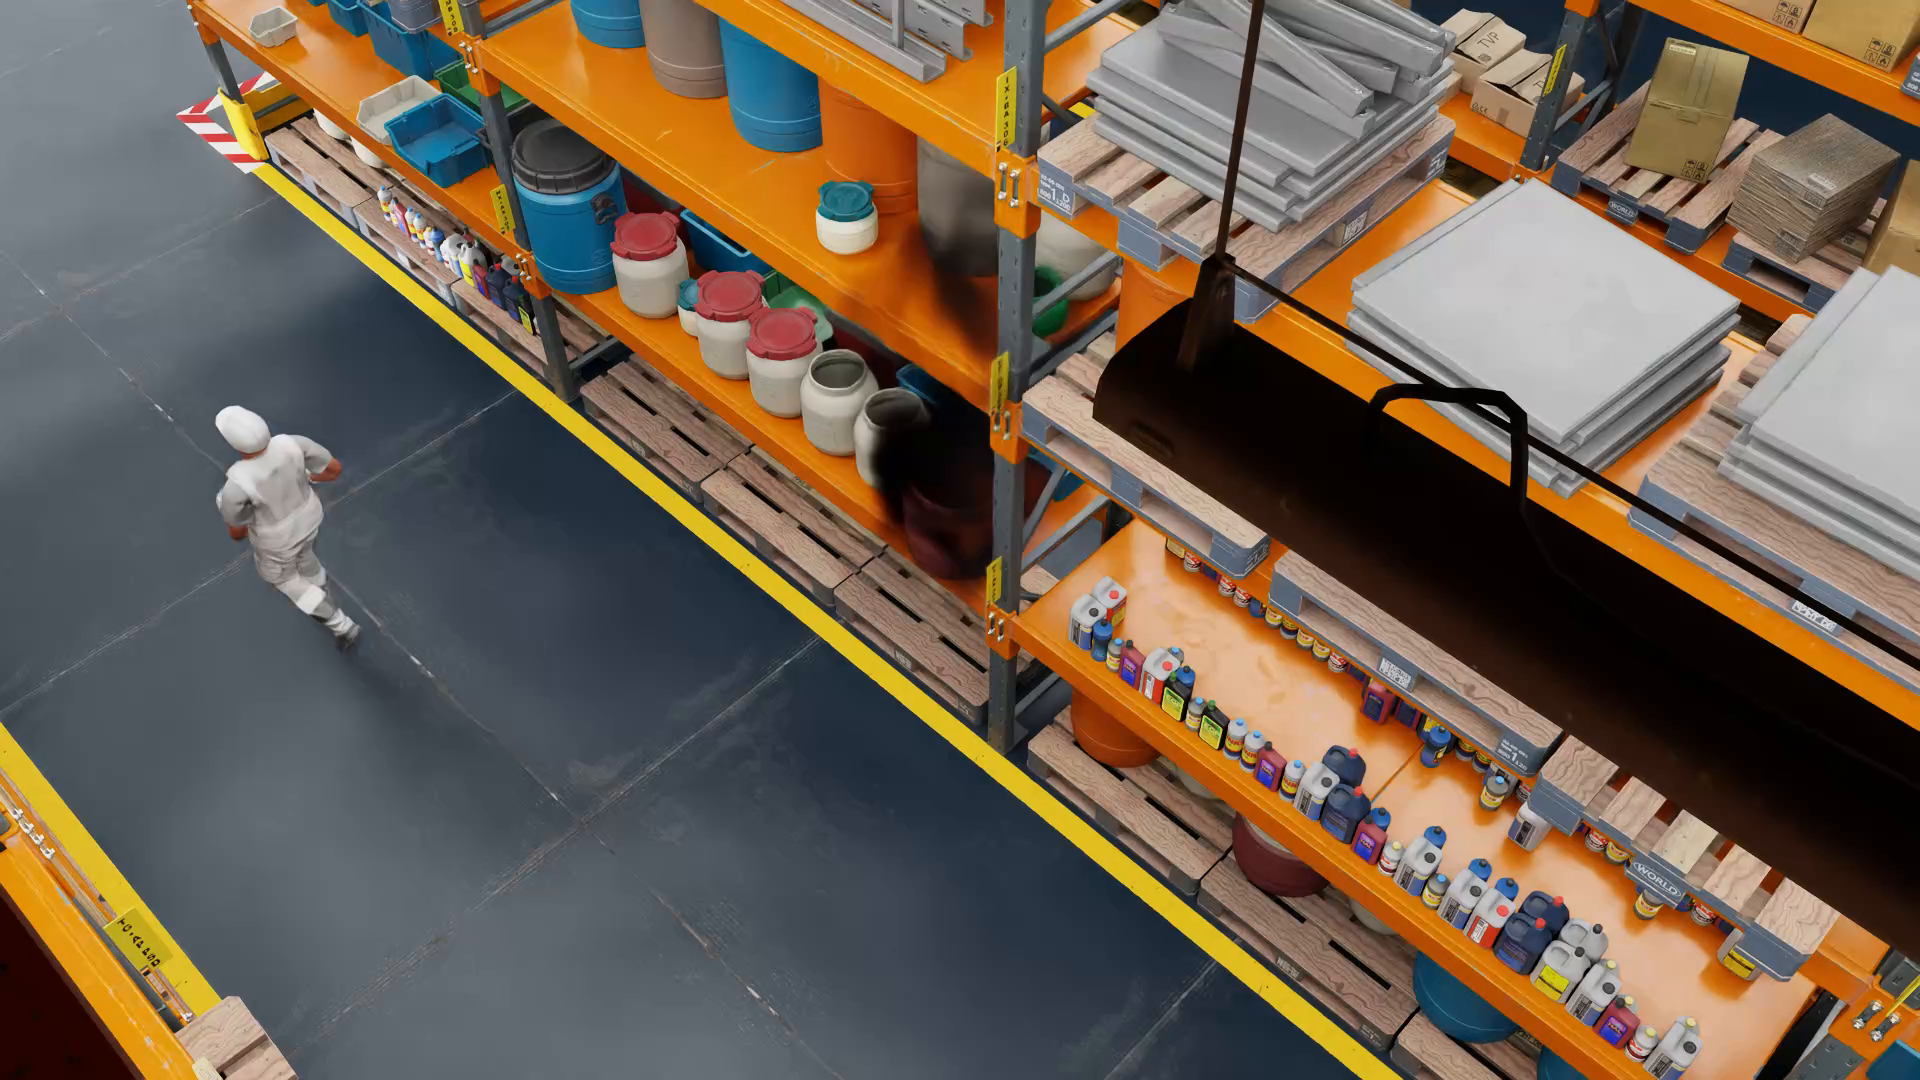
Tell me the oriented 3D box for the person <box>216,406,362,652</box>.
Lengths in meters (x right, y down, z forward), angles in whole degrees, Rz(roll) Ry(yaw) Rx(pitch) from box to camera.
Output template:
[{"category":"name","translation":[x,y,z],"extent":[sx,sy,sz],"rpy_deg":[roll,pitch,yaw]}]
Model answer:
[{"category":"person","translation":[-3.609,-0.079,8.937],"extent":[0.710,1.761,0.663],"rpy_deg":[27,55,21]}]
